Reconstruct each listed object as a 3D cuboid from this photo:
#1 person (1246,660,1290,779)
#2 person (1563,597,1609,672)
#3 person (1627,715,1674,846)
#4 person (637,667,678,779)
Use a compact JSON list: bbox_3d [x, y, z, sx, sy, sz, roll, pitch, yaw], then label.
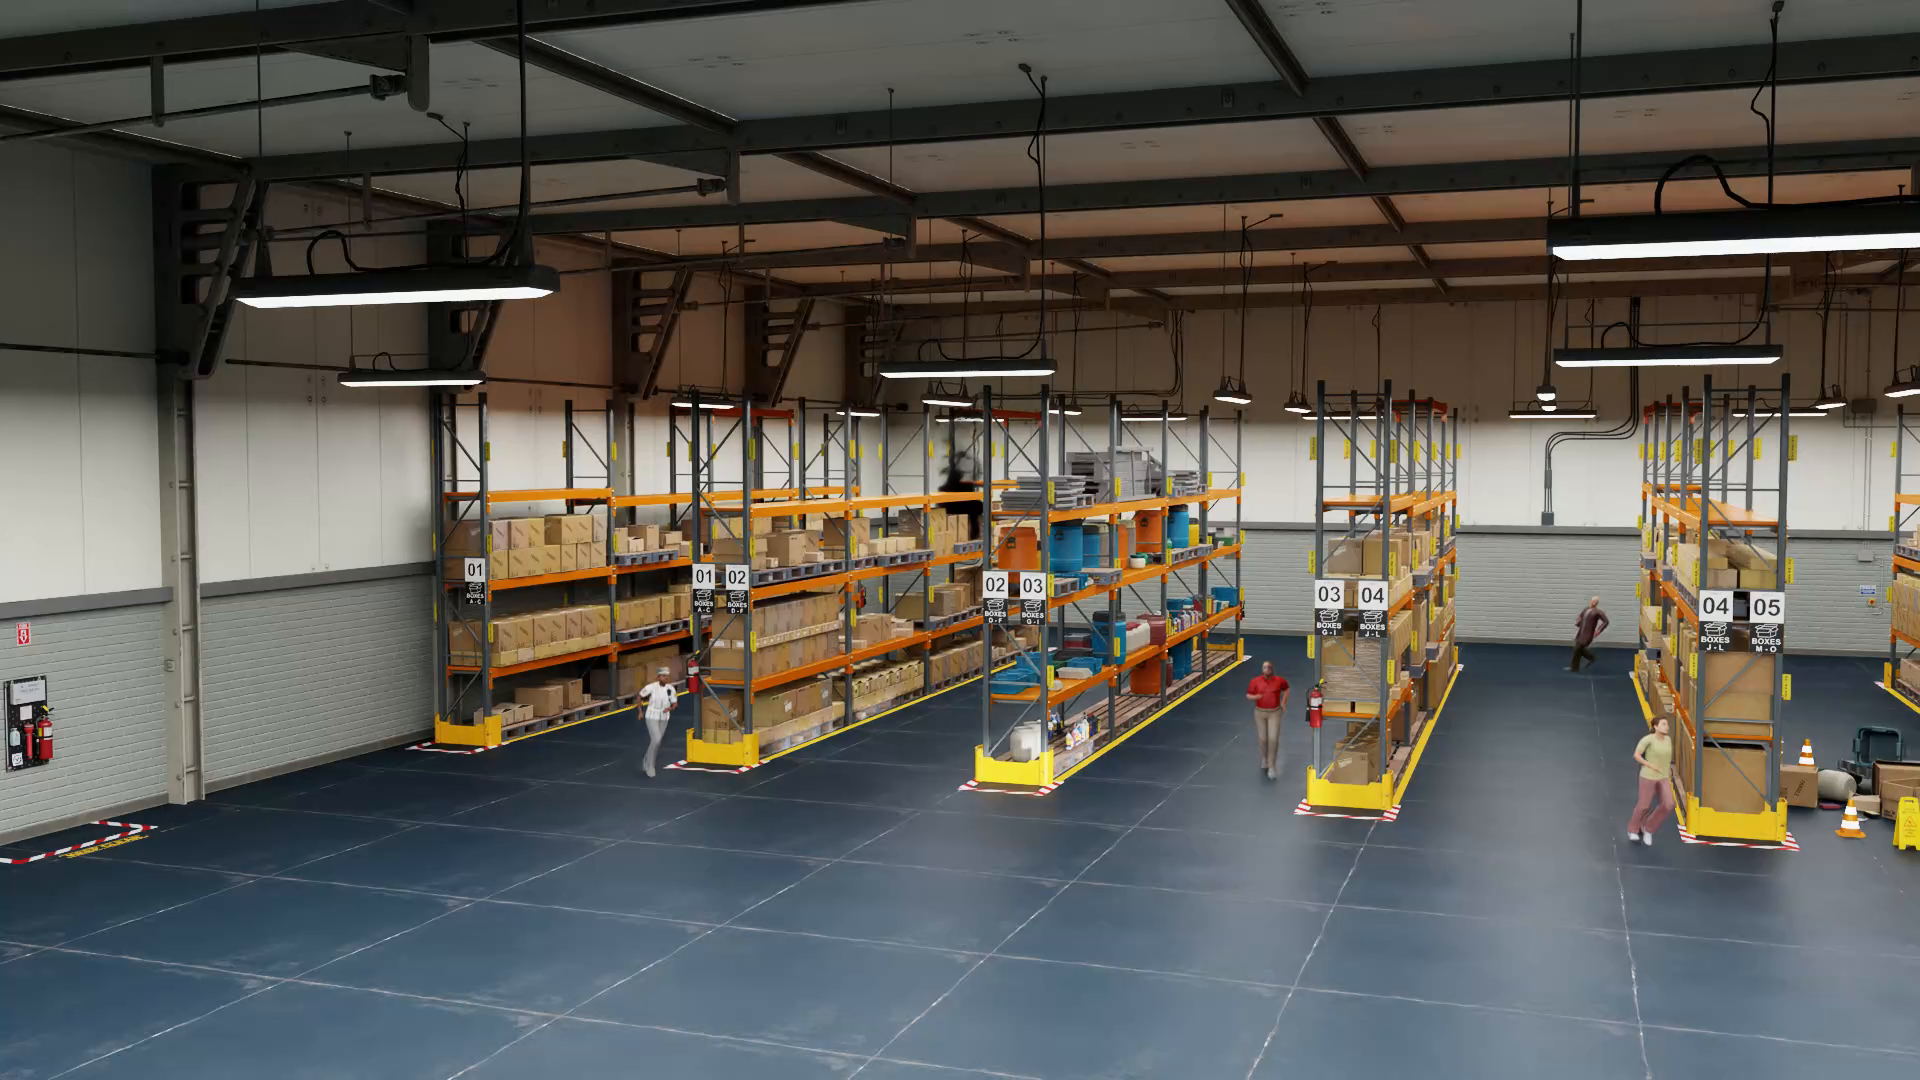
[{"bbox_3d":[4.770,2.755,25.818,0.648,1.775,0.851,1,3,16],"label":"person"},{"bbox_3d":[14.188,2.136,37.655,0.905,1.713,0.778,-1,3,-13],"label":"person"},{"bbox_3d":[8.854,3.044,21.173,0.603,1.644,0.626,0,3,-8],"label":"person"},{"bbox_3d":[-4.684,2.799,25.816,0.592,1.679,0.687,-2,4,-31],"label":"person"}]
